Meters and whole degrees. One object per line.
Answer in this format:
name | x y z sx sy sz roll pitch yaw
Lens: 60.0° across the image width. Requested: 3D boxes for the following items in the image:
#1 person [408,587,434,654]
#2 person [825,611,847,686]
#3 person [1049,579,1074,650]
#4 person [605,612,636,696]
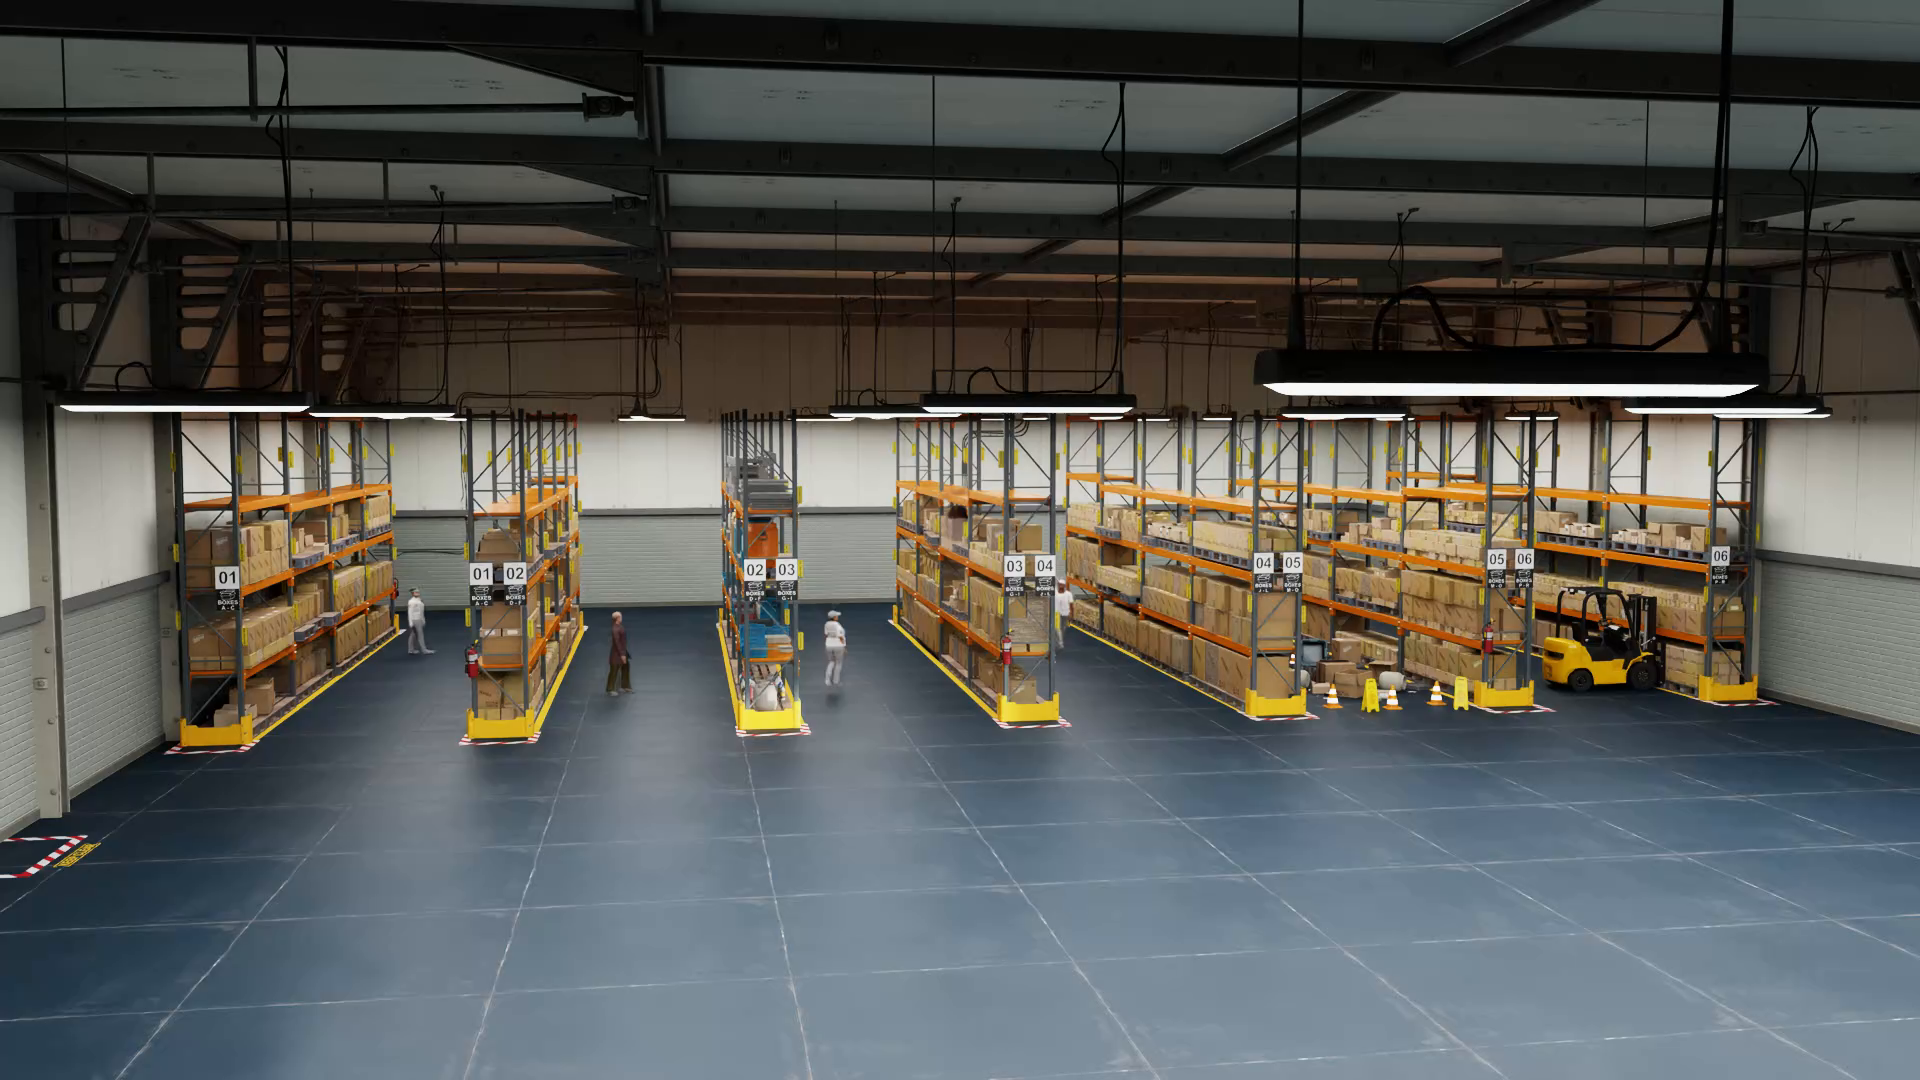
person | -13.433 1.998 41.404 0.655 1.674 0.472 -1 4 -9
person | -2.698 2.351 36.087 0.500 1.659 0.454 2 5 28
person | 2.541 1.837 41.248 0.557 1.715 1.055 -1 4 -12
person | -7.177 2.411 35.062 0.548 1.822 0.691 0 4 6
